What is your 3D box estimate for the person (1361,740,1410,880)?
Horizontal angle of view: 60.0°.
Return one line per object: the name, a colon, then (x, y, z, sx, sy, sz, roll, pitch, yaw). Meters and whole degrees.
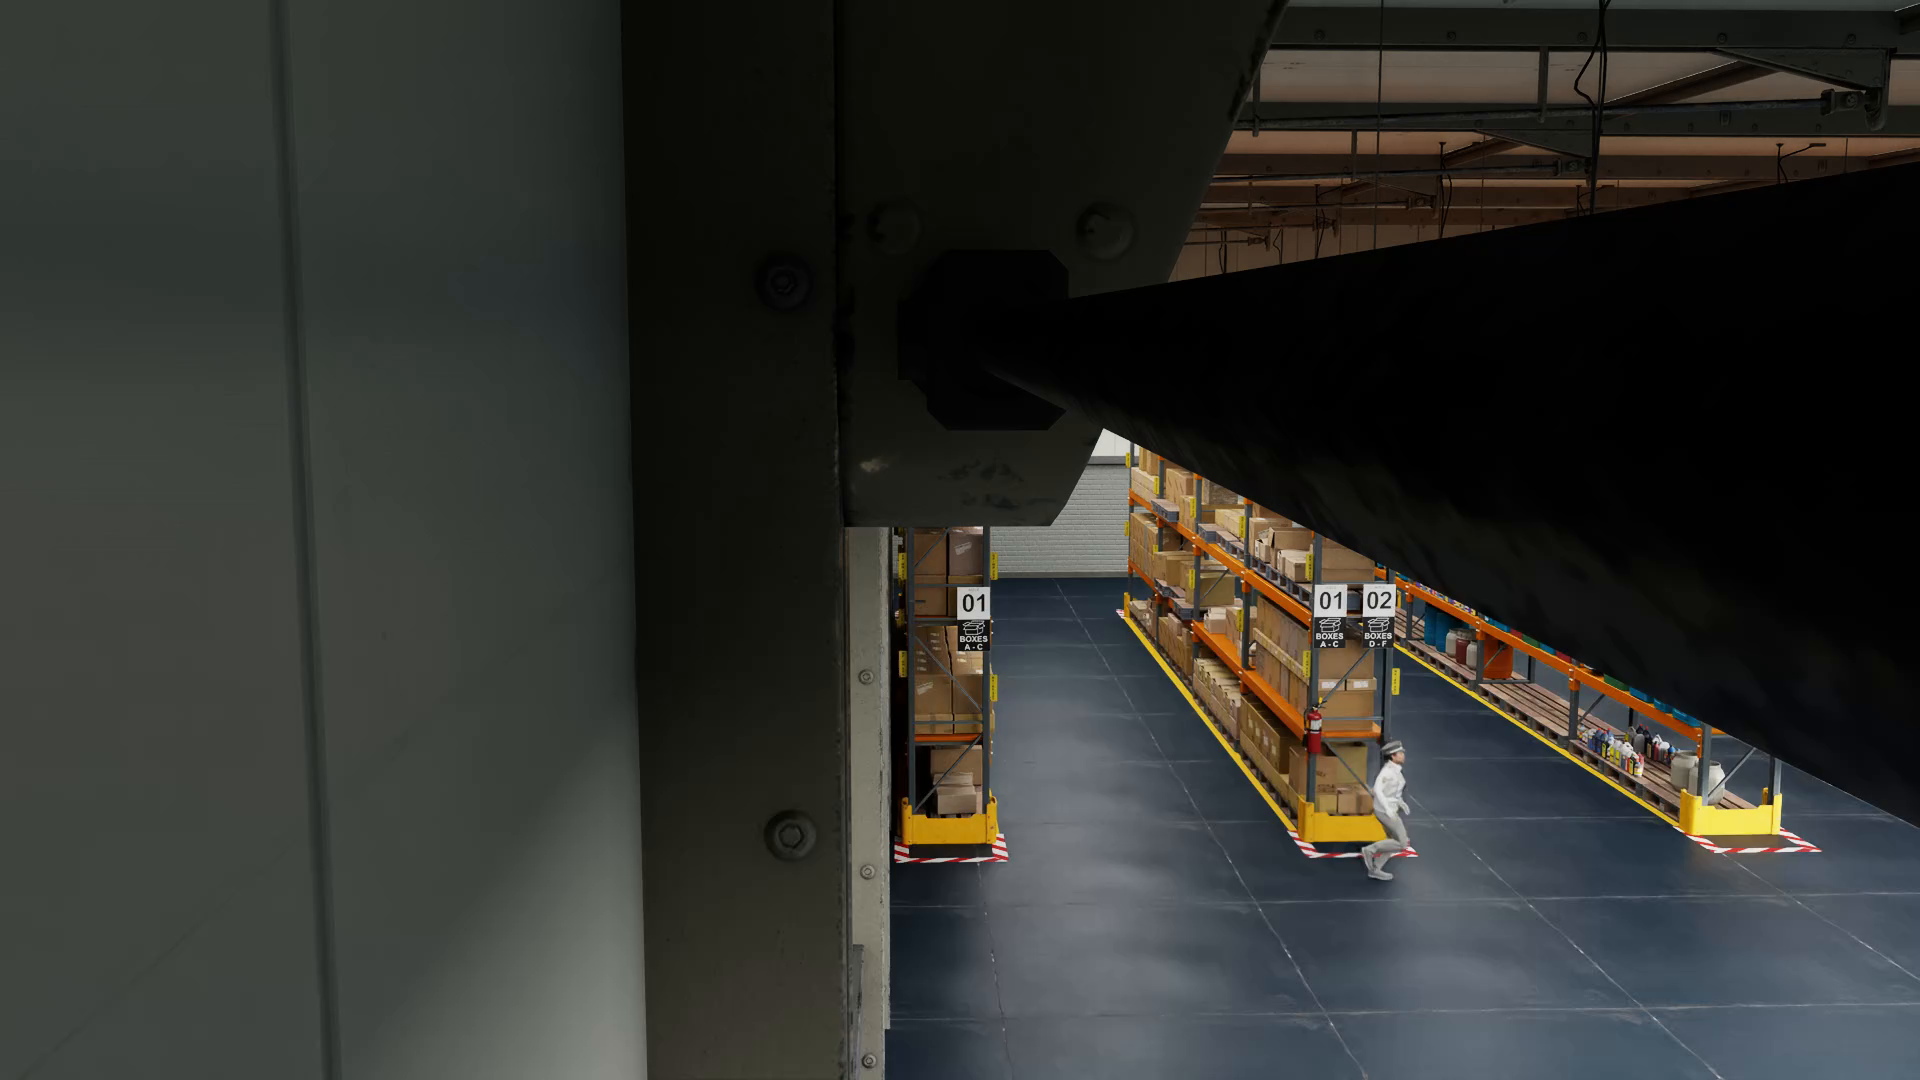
person: (4.902, 3.088, 19.123, 0.519, 1.625, 0.591, 2, 8, 16)
